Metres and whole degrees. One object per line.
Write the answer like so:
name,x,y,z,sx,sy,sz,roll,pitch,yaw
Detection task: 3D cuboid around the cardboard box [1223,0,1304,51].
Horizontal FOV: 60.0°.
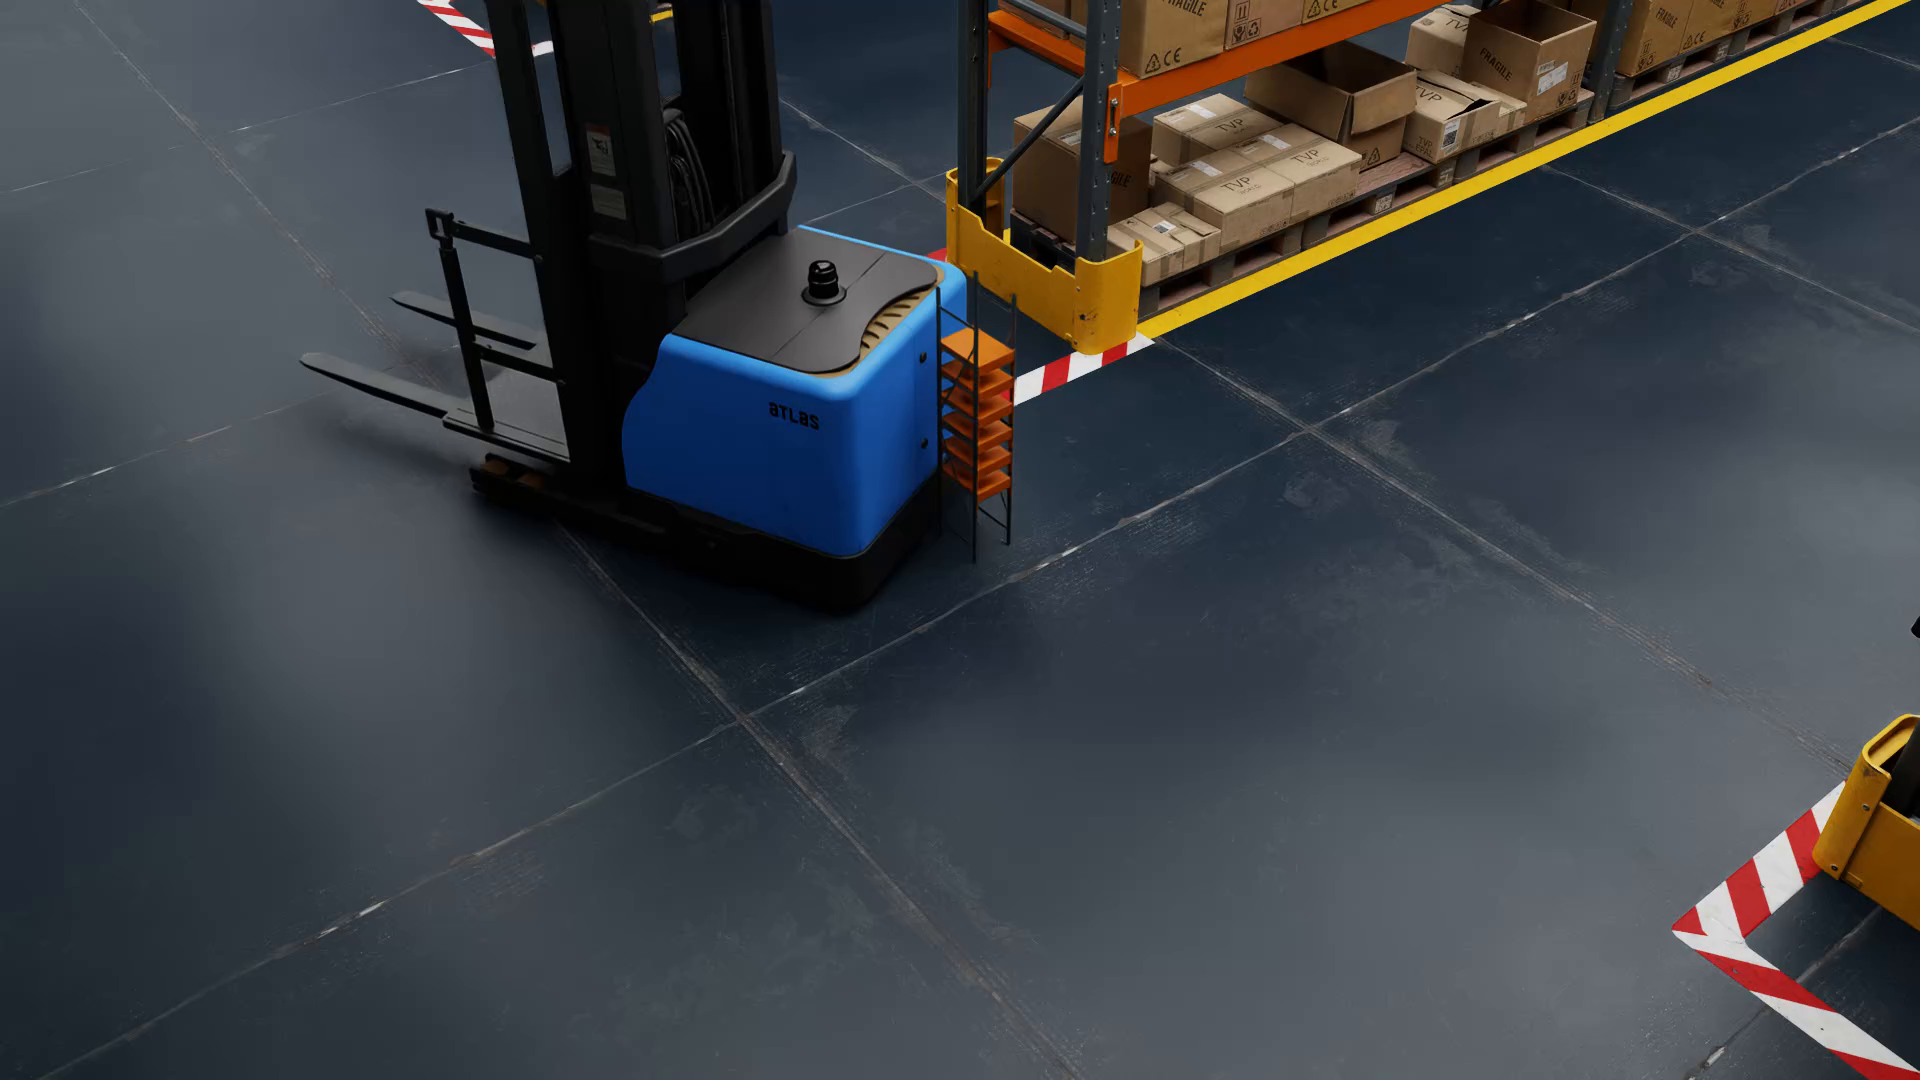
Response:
cardboard box,1.255,-2.640,7.688,0.500,0.500,0.500,-26,46,-28

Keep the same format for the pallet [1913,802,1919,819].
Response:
pallet,3.944,0.859,5.700,1.213,0.211,1.003,-26,46,-28

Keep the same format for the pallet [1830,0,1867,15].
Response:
pallet,6.064,-4.105,11.751,1.213,0.211,1.003,-26,46,-28

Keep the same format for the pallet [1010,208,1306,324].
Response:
pallet,1.028,-1.621,8.723,1.213,0.211,1.003,-26,46,-28

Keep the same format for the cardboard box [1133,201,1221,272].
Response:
cardboard box,1.076,-1.521,8.290,0.250,0.166,0.380,-26,46,-28

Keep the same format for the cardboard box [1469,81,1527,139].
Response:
cardboard box,2.968,-2.437,9.419,0.250,0.149,0.380,-26,46,-28

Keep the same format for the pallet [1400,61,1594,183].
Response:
pallet,2.963,-2.564,9.872,1.213,0.211,1.003,-26,46,-28

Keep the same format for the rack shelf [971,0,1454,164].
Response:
rack shelf,1.922,-2.856,8.596,4.000,0.370,1.077,-26,46,-28

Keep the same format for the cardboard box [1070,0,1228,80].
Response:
cardboard box,0.849,-2.438,7.442,0.500,0.500,0.500,-25,46,-27

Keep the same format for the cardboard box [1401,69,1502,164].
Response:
cardboard box,2.634,-2.385,9.228,0.500,0.311,0.500,-26,46,-28

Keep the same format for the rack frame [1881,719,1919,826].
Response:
rack frame,3.358,0.129,4.391,0.127,3.000,1.000,-26,46,-28

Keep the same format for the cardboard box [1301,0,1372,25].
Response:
cardboard box,1.654,-2.833,7.923,0.500,0.500,0.500,-26,46,-28

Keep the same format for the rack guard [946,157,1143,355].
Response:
rack guard,0.397,-1.424,8.255,0.348,0.500,1.175,-26,46,-28

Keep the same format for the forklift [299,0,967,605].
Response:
forklift,-1.510,-1.531,6.469,3.031,2.935,1.130,18,43,21

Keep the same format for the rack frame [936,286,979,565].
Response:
rack frame,-0.011,-0.420,6.480,0.006,1.200,0.240,-28,47,-30

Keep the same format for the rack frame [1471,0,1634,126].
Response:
rack frame,3.508,-3.907,9.311,0.127,3.000,1.000,-26,46,-28

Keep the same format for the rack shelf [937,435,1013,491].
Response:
rack shelf,0.060,-0.330,6.629,0.180,0.103,0.258,-28,47,-30

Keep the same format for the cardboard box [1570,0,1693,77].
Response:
cardboard box,4.040,-3.175,10.042,0.500,0.500,0.500,-28,47,-30

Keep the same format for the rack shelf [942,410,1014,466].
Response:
rack shelf,0.060,-0.423,6.553,0.180,0.103,0.258,-28,47,-30

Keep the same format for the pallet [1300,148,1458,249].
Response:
pallet,1.995,-2.089,9.294,1.213,0.211,1.003,-26,46,-28

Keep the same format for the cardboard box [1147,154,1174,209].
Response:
cardboard box,0.993,-1.881,8.728,0.250,0.166,0.380,-26,46,-28

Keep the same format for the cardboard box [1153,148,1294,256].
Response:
cardboard box,1.337,-1.729,8.476,0.500,0.250,0.500,-26,46,-28

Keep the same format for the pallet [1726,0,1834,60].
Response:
pallet,5.098,-3.636,11.179,1.213,0.211,1.003,-26,46,-28

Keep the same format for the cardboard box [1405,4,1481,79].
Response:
cardboard box,3.043,-2.984,9.959,0.500,0.311,0.500,-26,46,-28

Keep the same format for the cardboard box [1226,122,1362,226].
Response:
cardboard box,1.733,-1.922,8.712,0.500,0.250,0.500,-26,46,-28

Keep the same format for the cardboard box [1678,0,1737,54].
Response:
cardboard box,4.456,-3.387,10.300,0.500,0.500,0.500,-25,46,-28

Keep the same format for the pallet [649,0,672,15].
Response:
pallet,-2.002,-4.074,11.714,1.213,0.211,1.003,-26,46,-28

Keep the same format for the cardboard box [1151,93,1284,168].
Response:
cardboard box,1.389,-2.154,8.995,0.500,0.250,0.500,-26,46,-28

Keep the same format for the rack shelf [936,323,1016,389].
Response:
rack shelf,0.060,-0.701,6.325,0.180,0.103,0.258,-28,47,-30

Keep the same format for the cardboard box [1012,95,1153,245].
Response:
cardboard box,0.617,-1.898,8.487,0.500,0.500,0.500,-26,46,-28

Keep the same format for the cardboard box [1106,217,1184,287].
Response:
cardboard box,0.878,-1.418,8.177,0.250,0.149,0.380,-26,46,-28

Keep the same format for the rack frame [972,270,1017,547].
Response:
rack frame,0.130,-0.494,6.570,0.006,1.200,0.240,-28,47,-30

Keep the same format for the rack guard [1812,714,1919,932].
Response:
rack guard,3.339,1.105,5.173,0.348,0.500,1.175,-26,46,-28

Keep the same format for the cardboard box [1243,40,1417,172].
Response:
cardboard box,2.021,-2.383,9.075,0.637,0.503,0.797,-26,46,-28

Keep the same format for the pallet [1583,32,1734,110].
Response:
pallet,4.130,-3.162,10.601,1.213,0.211,1.003,-26,46,-28

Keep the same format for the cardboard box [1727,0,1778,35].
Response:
cardboard box,4.857,-3.576,10.531,0.500,0.500,0.500,-25,46,-28

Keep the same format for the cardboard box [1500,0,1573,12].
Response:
cardboard box,3.724,-3.445,10.372,0.500,0.500,0.500,-26,46,-28

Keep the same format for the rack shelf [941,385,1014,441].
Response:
rack shelf,0.060,-0.516,6.477,0.180,0.103,0.258,-28,47,-30

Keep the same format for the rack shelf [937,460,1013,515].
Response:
rack shelf,0.060,-0.238,6.705,0.180,0.103,0.258,-28,47,-30

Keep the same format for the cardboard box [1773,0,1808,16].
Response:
cardboard box,5.258,-3.771,10.769,0.500,0.500,0.500,-28,47,-30

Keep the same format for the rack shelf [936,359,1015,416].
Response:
rack shelf,0.060,-0.609,6.401,0.180,0.103,0.258,-28,47,-30

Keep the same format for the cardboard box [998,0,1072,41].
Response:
cardboard box,0.526,-2.709,7.772,0.500,0.500,0.500,-25,45,-27

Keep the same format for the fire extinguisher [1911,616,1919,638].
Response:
fire extinguisher,2.957,0.129,4.746,0.183,0.674,0.296,-26,46,-28

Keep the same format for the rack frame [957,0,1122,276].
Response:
rack frame,0.336,-2.361,7.426,0.127,3.000,1.000,-26,46,-28

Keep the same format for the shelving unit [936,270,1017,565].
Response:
shelving unit,0.060,-0.457,6.525,0.189,1.200,0.258,-28,47,-30

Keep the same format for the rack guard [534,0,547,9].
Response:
rack guard,-2.690,-3.871,11.238,0.348,0.500,1.175,-26,46,-28

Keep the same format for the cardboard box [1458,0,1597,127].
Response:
cardboard box,3.229,-2.748,9.522,0.500,0.500,0.500,-26,46,-28
